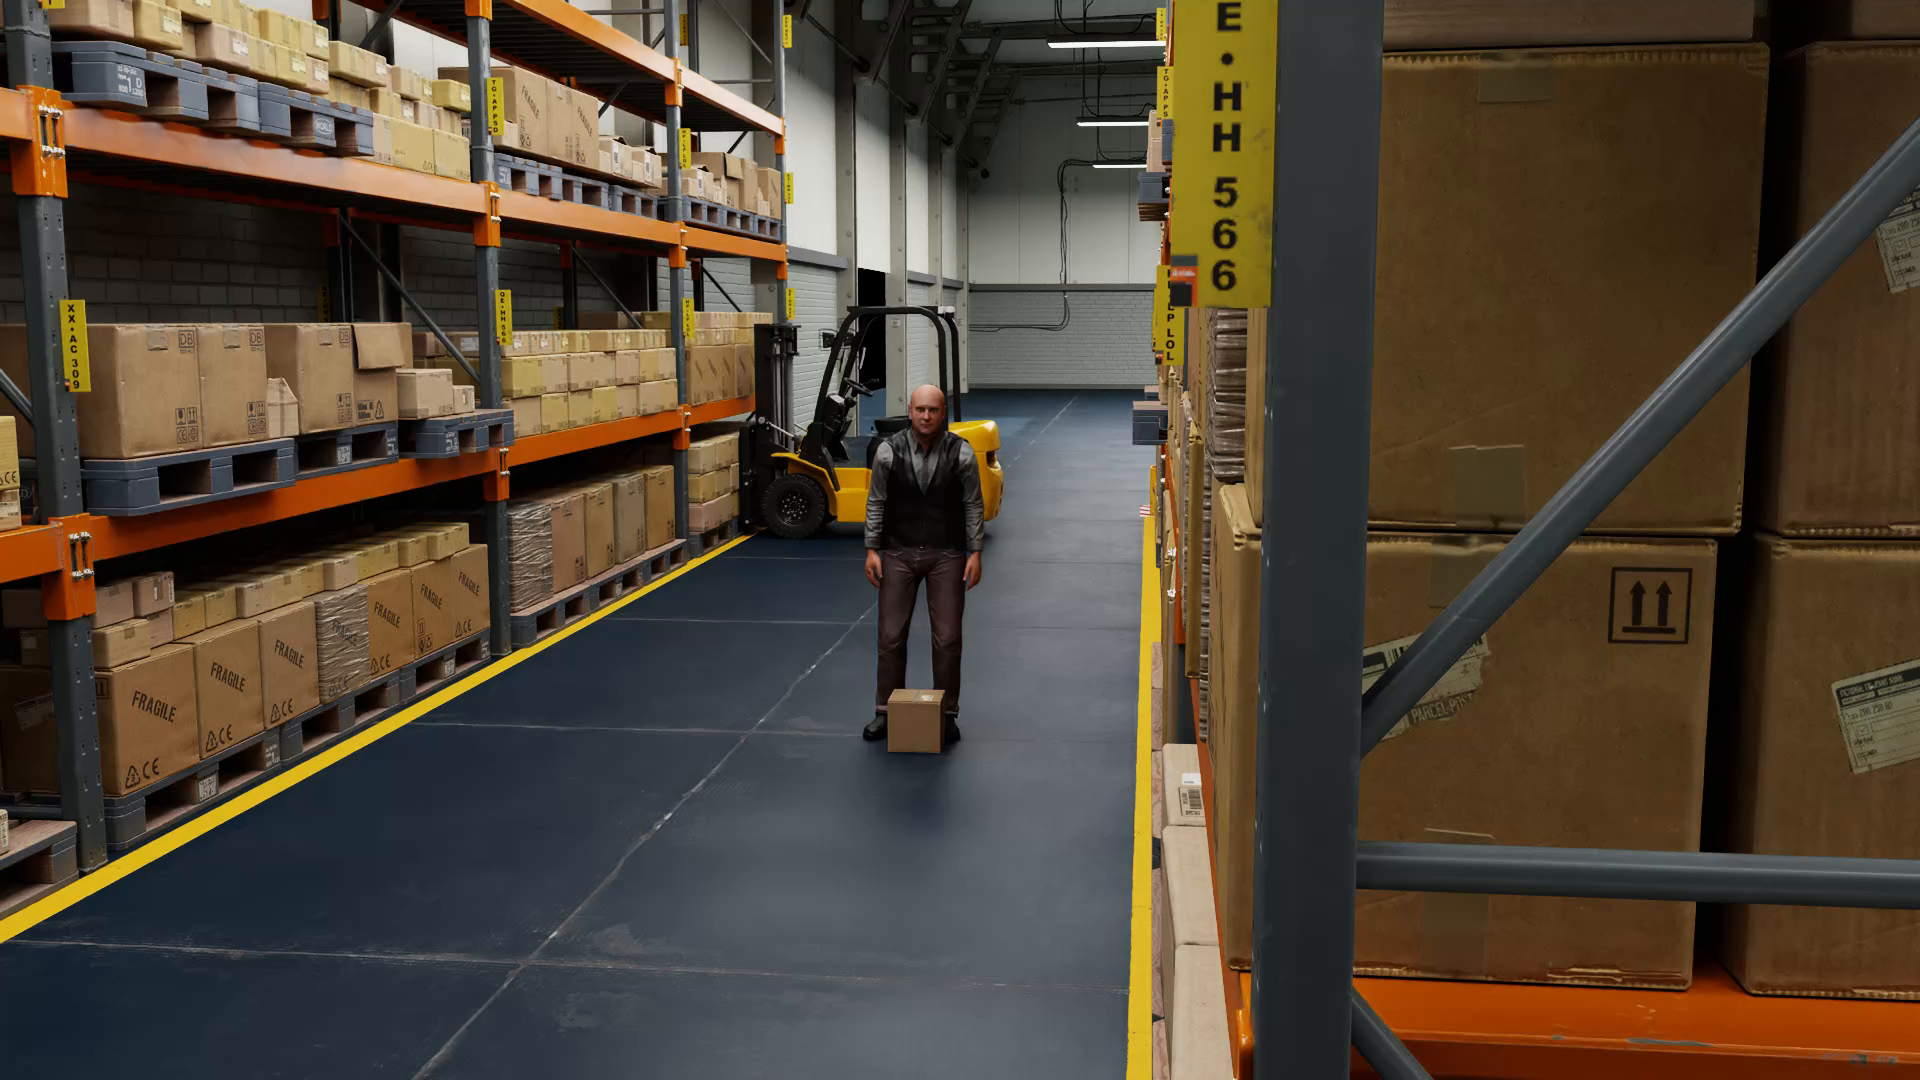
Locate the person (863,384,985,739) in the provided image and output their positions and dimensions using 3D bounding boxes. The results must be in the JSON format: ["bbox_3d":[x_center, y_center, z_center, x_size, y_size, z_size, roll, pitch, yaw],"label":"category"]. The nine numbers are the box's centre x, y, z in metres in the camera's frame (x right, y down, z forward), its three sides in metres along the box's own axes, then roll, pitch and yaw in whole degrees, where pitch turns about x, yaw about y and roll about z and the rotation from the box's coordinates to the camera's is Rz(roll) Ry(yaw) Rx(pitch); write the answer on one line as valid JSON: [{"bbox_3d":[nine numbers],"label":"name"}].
[{"bbox_3d":[-0.176,0.099,8.135,0.593,1.720,0.419,0,8,3],"label":"person"}]
